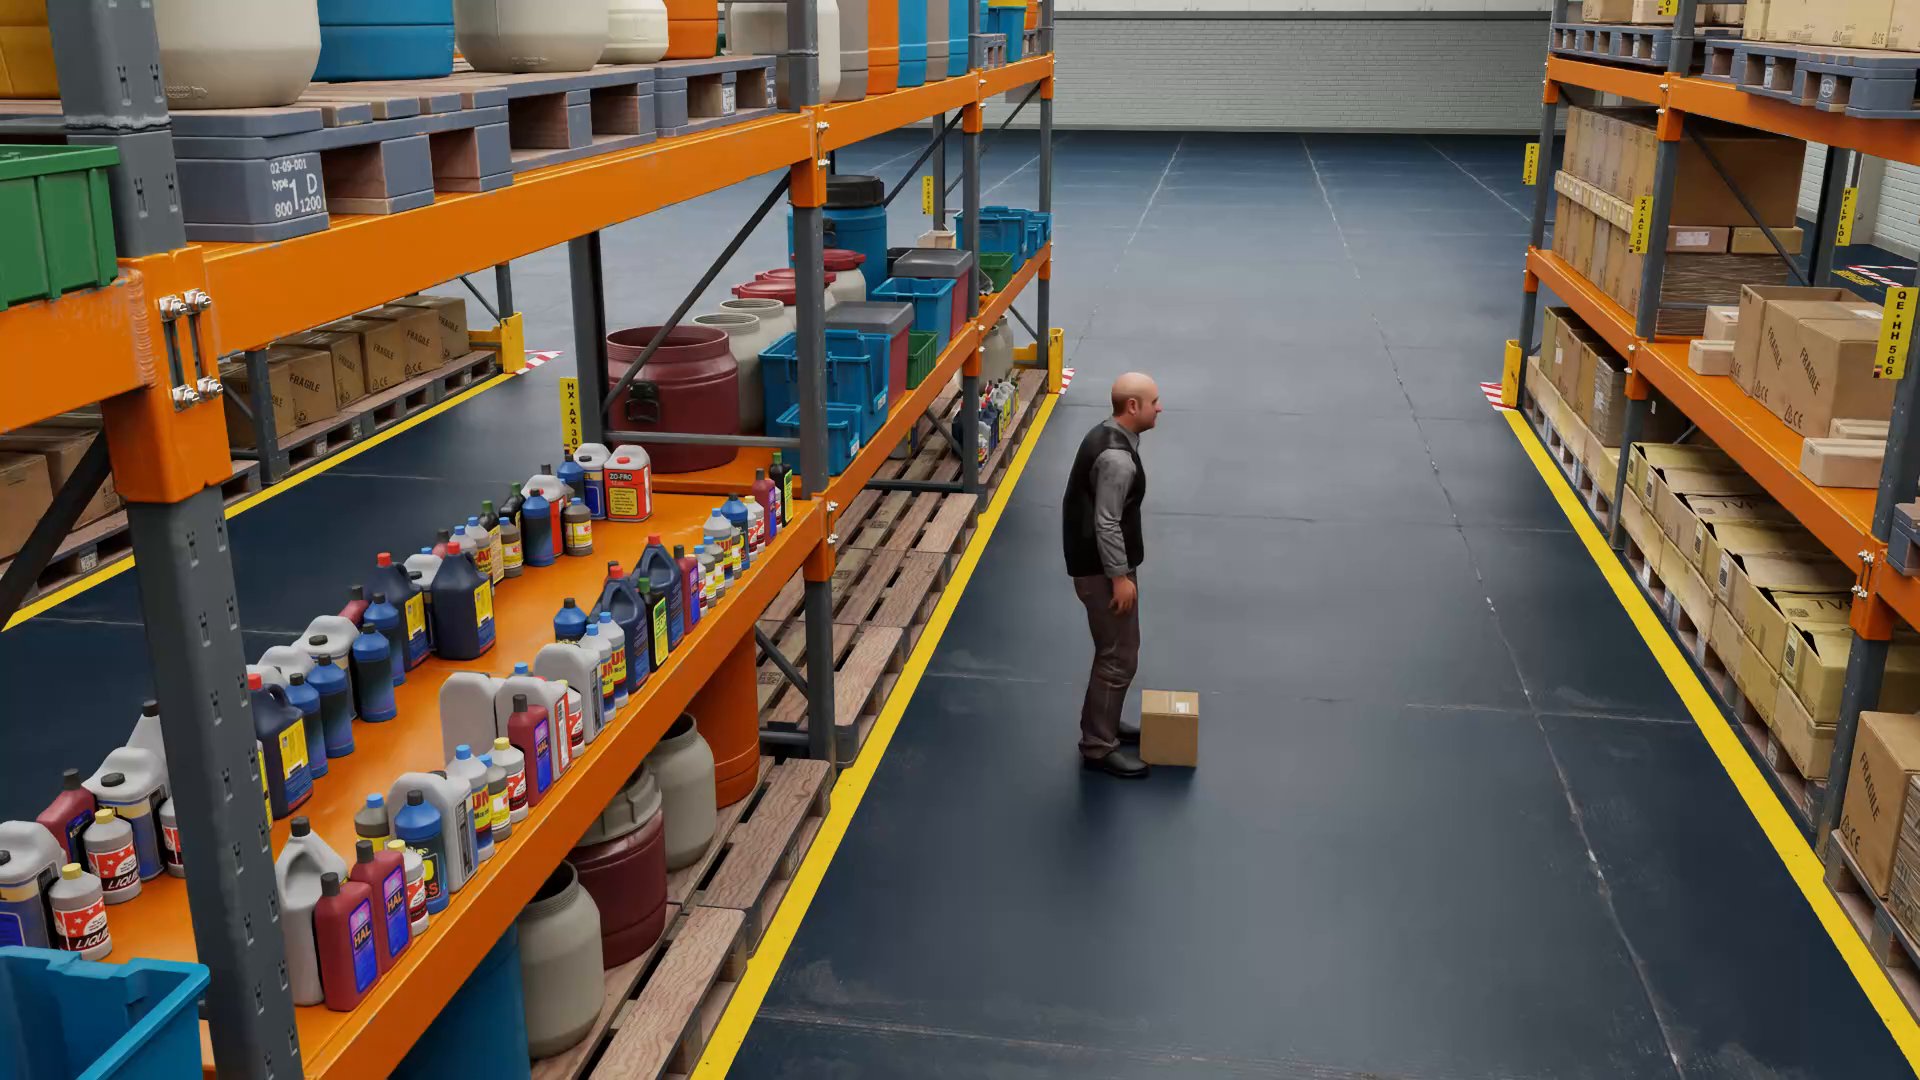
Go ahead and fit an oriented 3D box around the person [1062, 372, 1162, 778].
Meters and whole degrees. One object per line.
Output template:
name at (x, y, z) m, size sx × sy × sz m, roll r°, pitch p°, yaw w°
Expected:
person at (0.648, 0.123, 7.208) m, size 0.420 × 1.720 × 0.591 m, roll 2°, pitch 18°, yaw 5°
